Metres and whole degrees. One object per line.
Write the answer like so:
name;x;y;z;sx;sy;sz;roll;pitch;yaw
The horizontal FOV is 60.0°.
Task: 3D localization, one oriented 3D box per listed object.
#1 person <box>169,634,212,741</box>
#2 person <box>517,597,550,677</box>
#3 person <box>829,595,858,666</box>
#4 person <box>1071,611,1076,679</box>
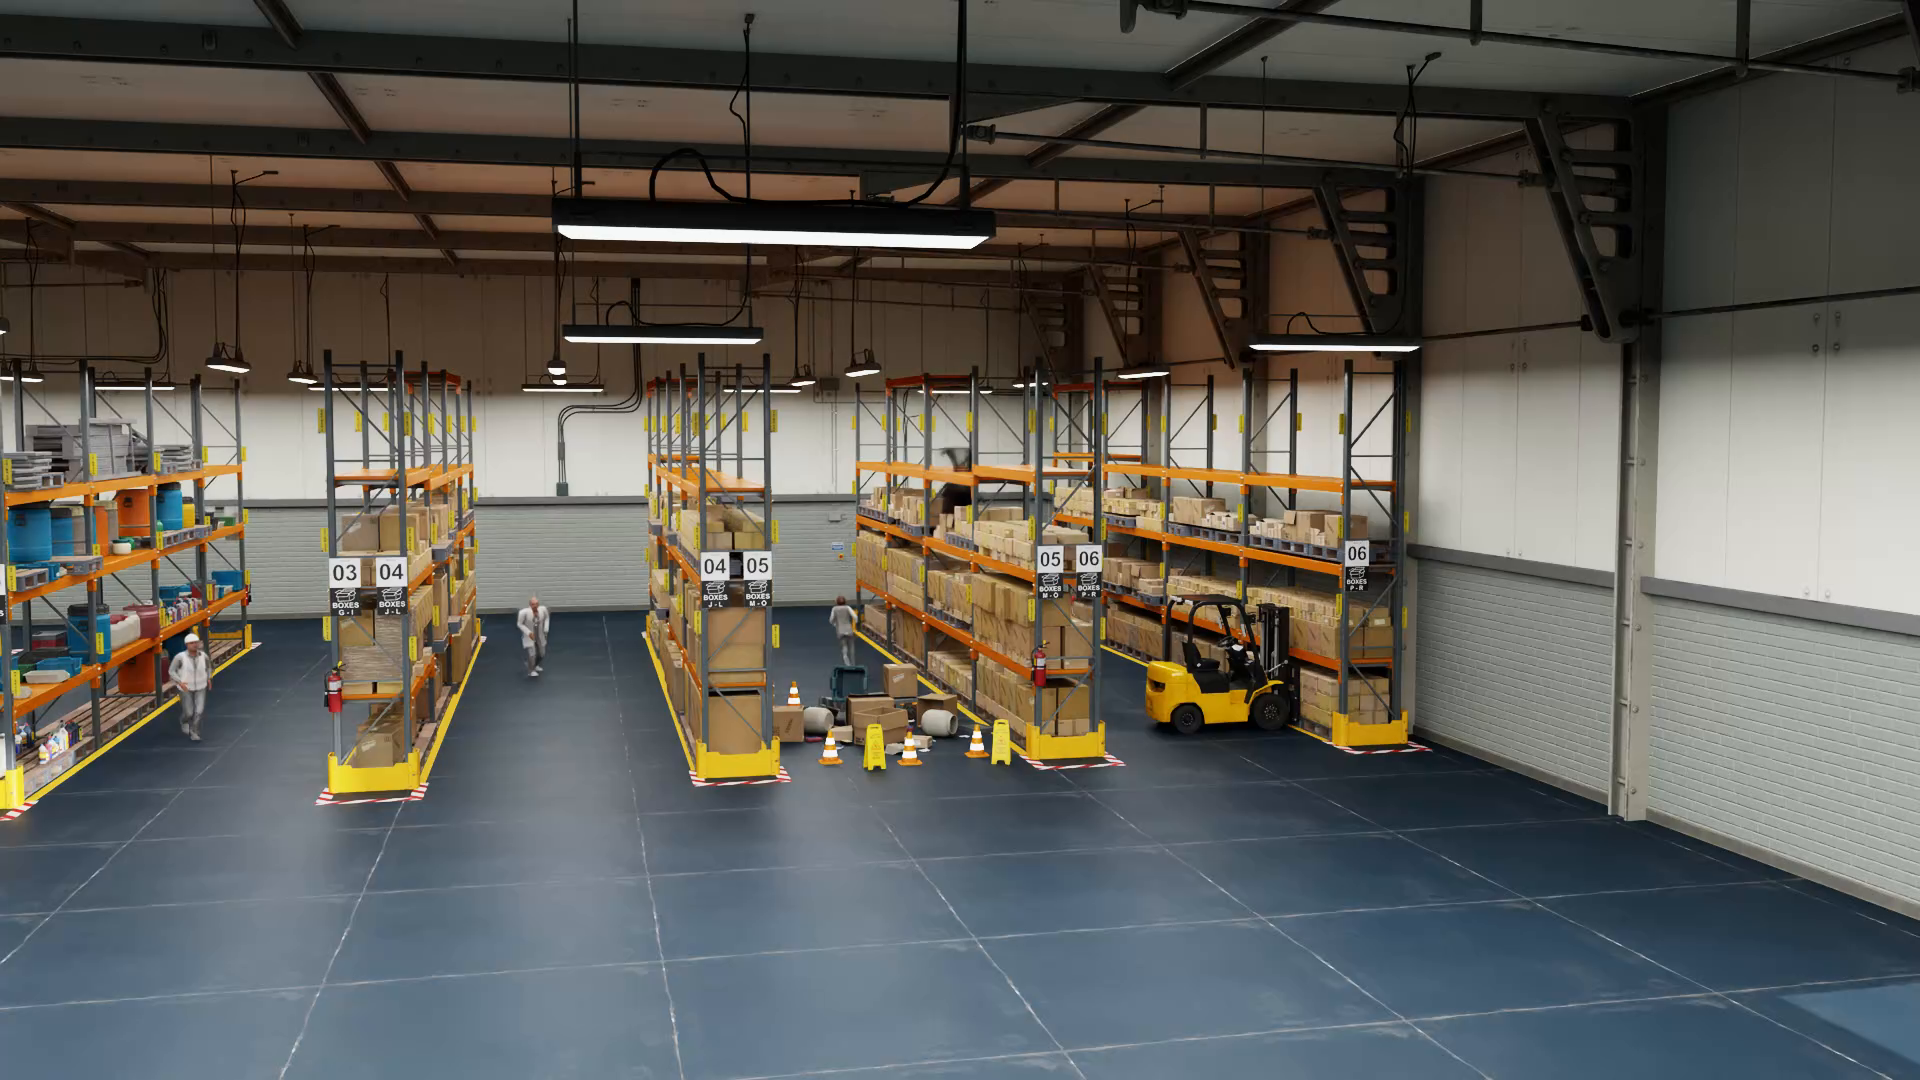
person;-12.194;2.323;26.357;0.659;1.708;0.628;-3;5;-38
person;-8.477;1.899;32.914;0.678;1.618;0.892;-3;5;-38
person;-2.363;1.887;33.786;0.578;1.544;0.646;0;4;1
person;1.901;1.888;31.617;0.657;1.764;1.000;-1;4;-16
